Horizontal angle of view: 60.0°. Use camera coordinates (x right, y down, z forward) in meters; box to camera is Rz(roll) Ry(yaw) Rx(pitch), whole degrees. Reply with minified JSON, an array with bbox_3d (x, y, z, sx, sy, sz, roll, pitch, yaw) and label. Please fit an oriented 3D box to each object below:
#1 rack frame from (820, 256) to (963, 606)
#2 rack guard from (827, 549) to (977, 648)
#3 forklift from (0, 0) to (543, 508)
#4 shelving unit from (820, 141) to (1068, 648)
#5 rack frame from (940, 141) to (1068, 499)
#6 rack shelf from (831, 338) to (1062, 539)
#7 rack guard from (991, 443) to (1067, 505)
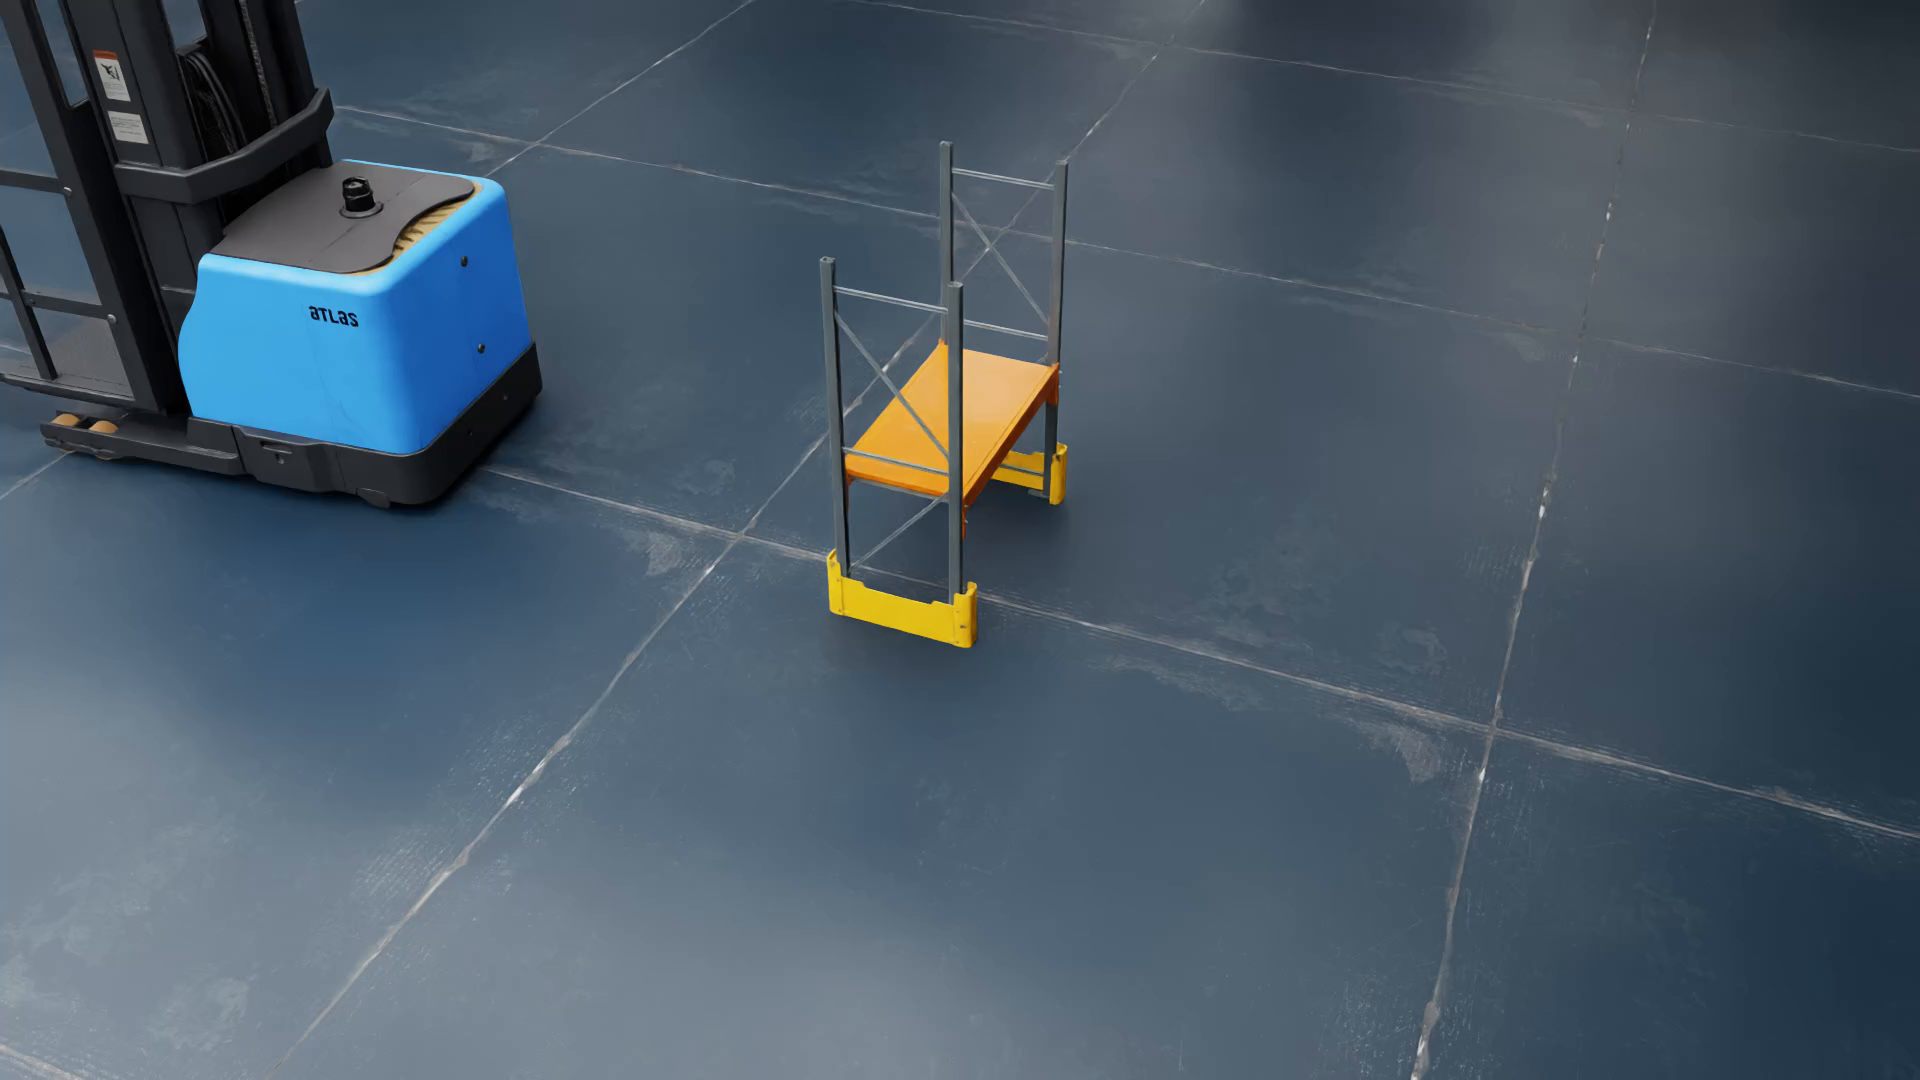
[{"bbox_3d":[-0.226,-0.272,5.861,0.500,1.500,0.032,14,39,18],"label":"rack frame"},{"bbox_3d":[-0.218,0.218,6.250,0.587,0.250,0.087,14,39,18],"label":"rack guard"},{"bbox_3d":[-3.471,-1.811,6.725,3.031,2.935,1.130,10,38,14],"label":"forklift"},{"bbox_3d":[-0.029,-0.559,6.245,0.587,1.500,1.083,14,39,18],"label":"shelving unit"},{"bbox_3d":[0.161,-0.835,6.614,0.500,1.500,0.032,14,39,18],"label":"rack frame"},{"bbox_3d":[-0.032,-0.409,6.345,0.538,0.185,1.000,14,39,18],"label":"rack shelf"},{"bbox_3d":[0.160,-0.334,6.988,0.587,0.250,0.087,14,39,18],"label":"rack guard"}]
